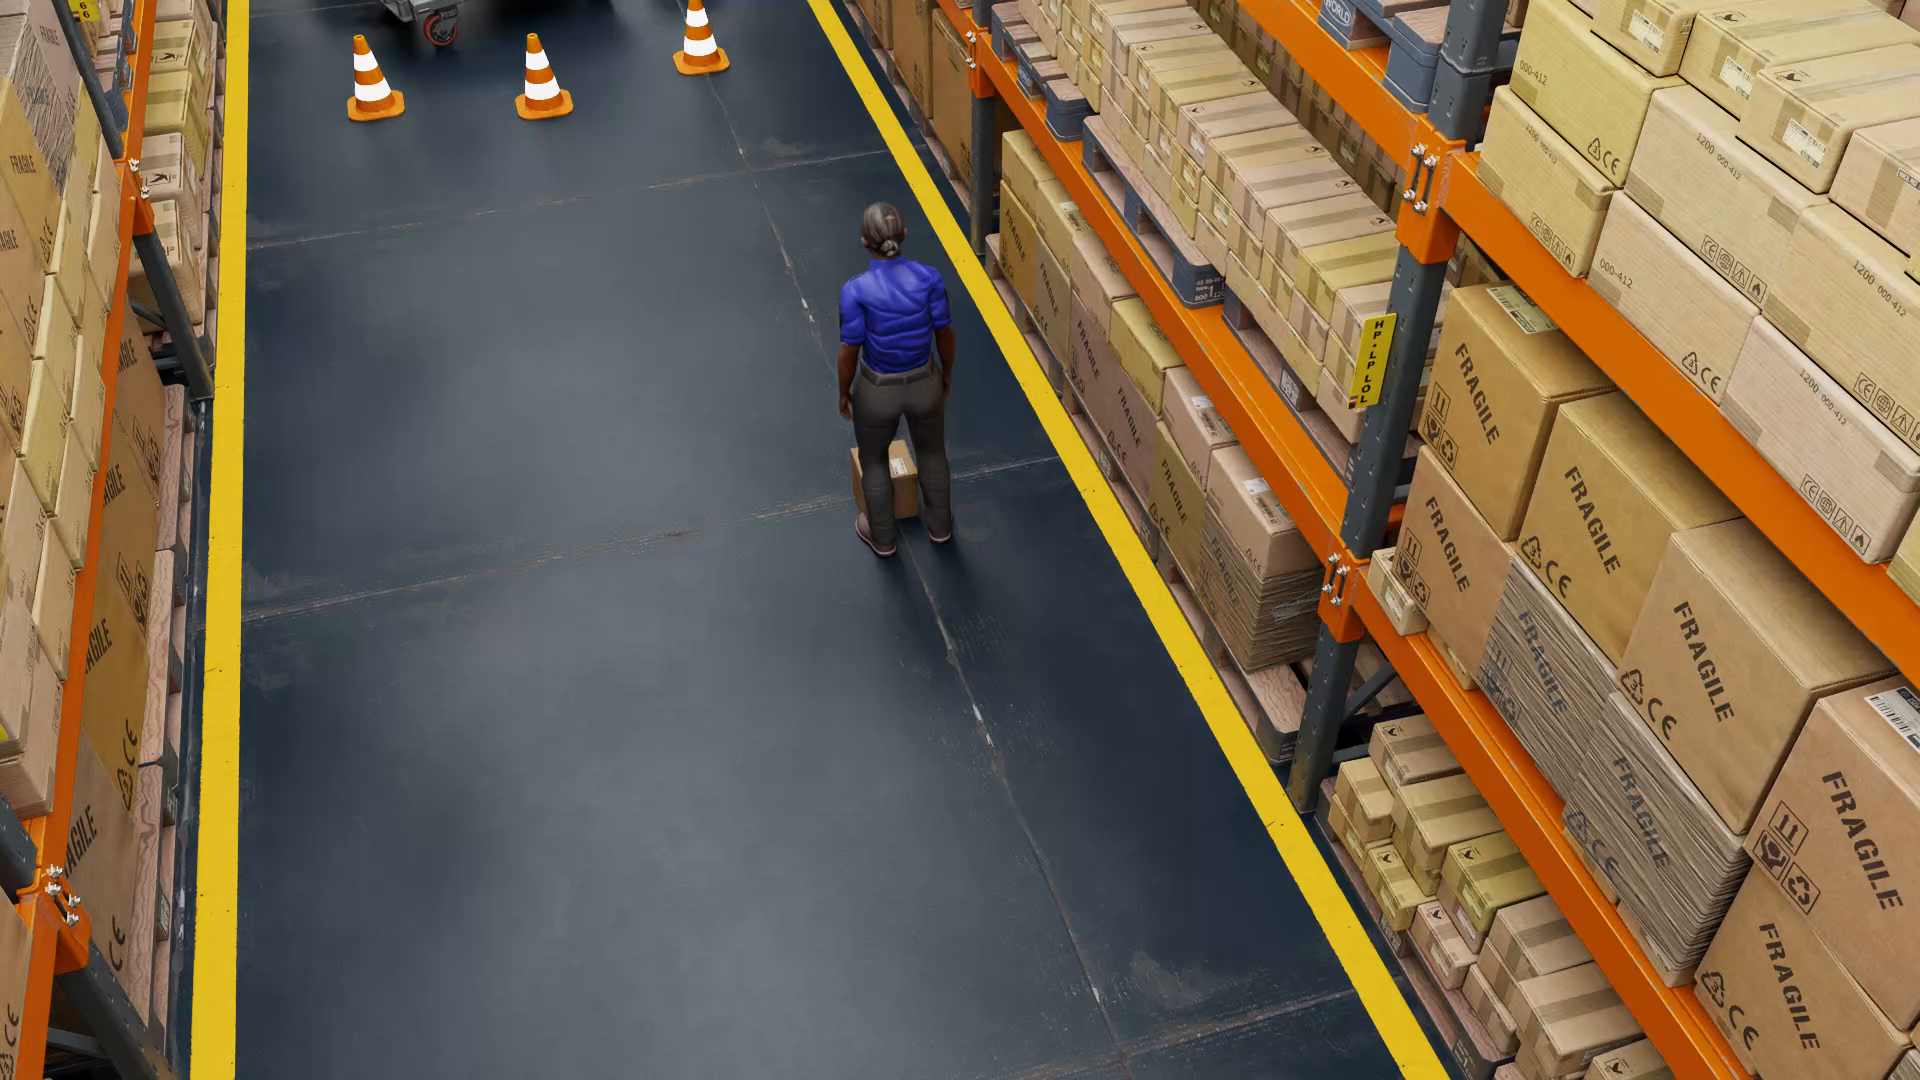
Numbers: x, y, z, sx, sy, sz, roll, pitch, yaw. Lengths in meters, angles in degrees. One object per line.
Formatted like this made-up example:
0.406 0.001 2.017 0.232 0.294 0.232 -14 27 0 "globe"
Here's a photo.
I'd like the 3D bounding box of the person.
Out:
-0.255 -0.633 6.855 0.509 1.655 0.350 -12 44 -13 "person"
